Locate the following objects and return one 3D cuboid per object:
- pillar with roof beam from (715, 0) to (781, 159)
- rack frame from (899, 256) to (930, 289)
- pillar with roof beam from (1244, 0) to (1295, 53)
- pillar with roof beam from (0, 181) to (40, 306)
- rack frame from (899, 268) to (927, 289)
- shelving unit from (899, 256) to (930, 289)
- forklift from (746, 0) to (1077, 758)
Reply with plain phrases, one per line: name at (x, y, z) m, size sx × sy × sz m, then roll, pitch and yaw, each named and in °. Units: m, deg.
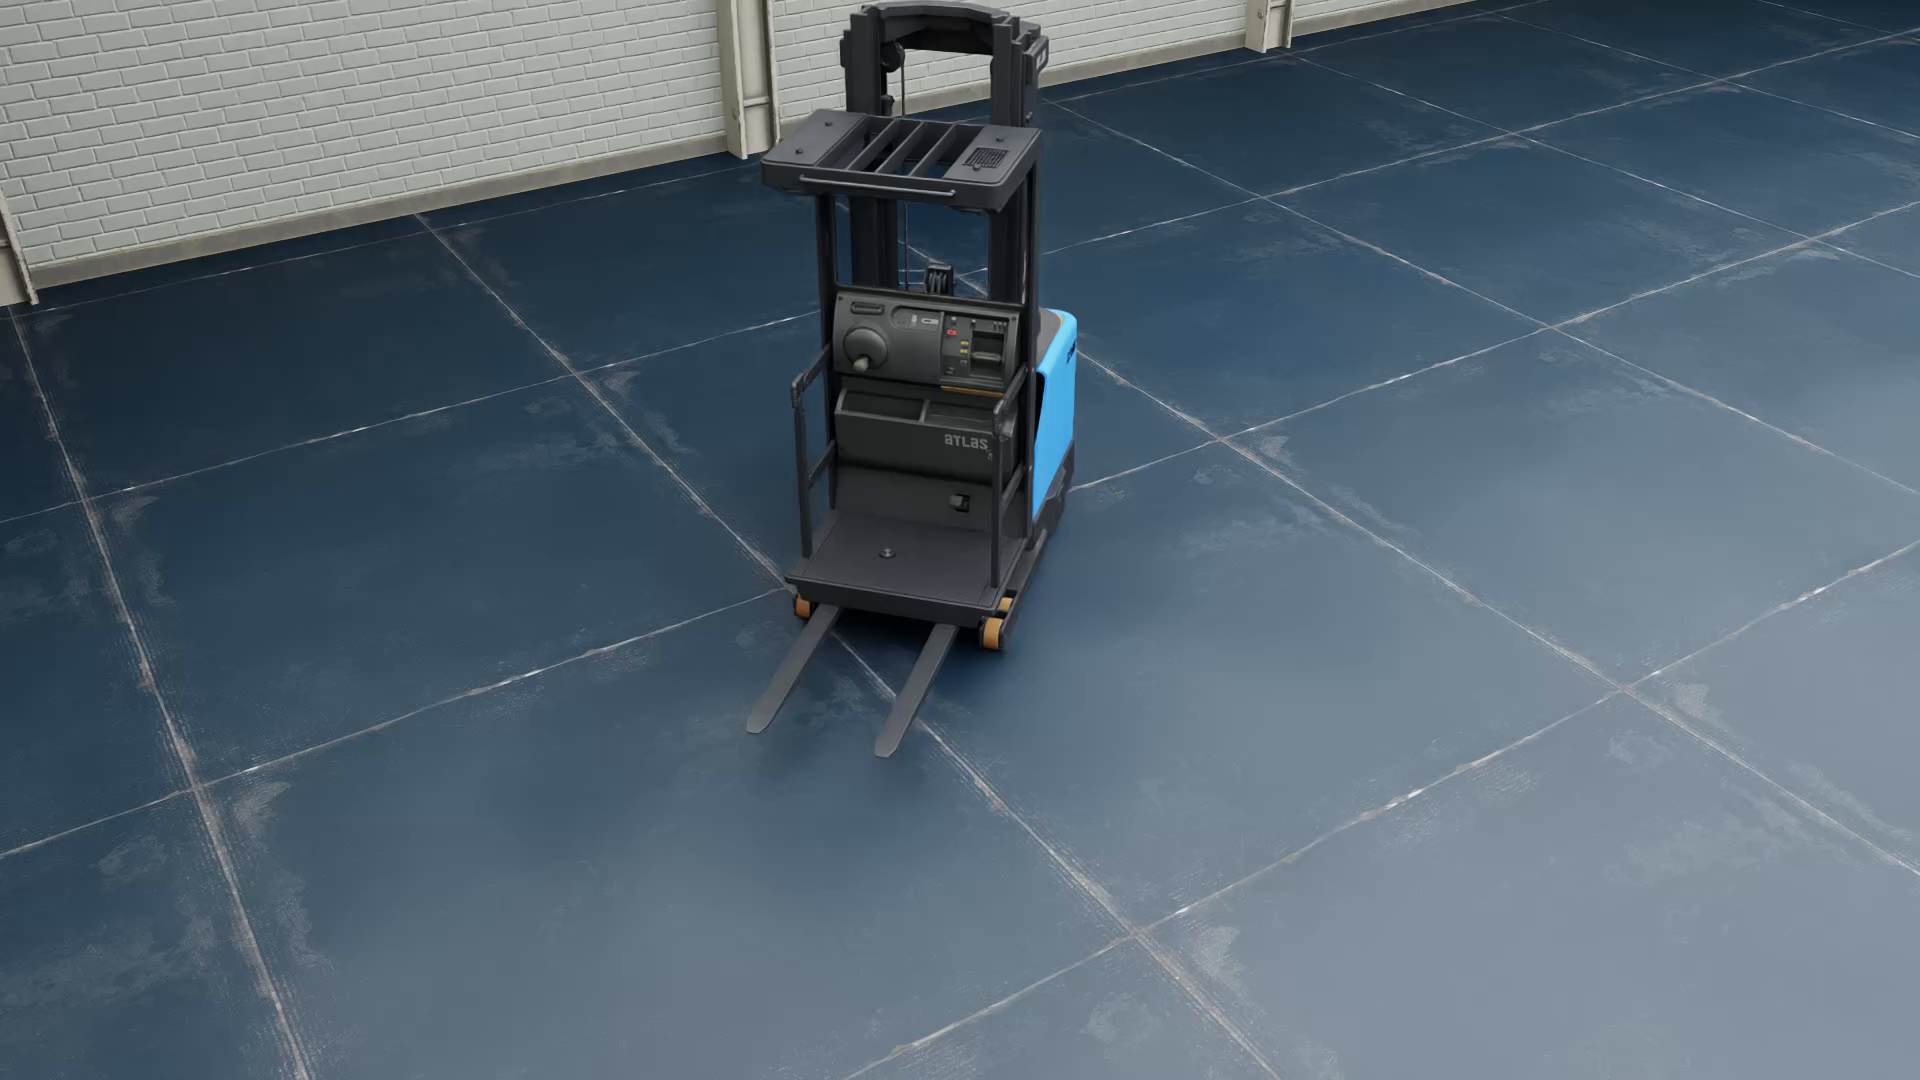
pillar with roof beam at (0.511, -5.324, 9.255) m, size 0.400 × 9.000 × 9.100 m, roll -19°, pitch 37°, yaw -27°
rack frame at (-0.294, -1.133, 9.922) m, size 0.240 × 1.200 × 0.006 m, roll 1°, pitch 32°, yaw 1°
pillar with roof beam at (5.554, -7.058, 12.005) m, size 0.400 × 9.000 × 9.100 m, roll -19°, pitch 37°, yaw -27°
pillar with roof beam at (-4.532, -3.590, 6.506) m, size 0.400 × 9.000 × 9.100 m, roll -19°, pitch 37°, yaw -27°
rack frame at (-0.300, -1.036, 9.767) m, size 0.240 × 1.200 × 0.006 m, roll 1°, pitch 32°, yaw 1°
shelving unit at (-0.297, -1.084, 9.844) m, size 0.258 × 1.200 × 0.189 m, roll 1°, pitch 32°, yaw 1°
forklift at (-0.228, -0.919, 7.959) m, size 1.130 × 2.935 × 3.031 m, roll 9°, pitch 33°, yaw 13°
